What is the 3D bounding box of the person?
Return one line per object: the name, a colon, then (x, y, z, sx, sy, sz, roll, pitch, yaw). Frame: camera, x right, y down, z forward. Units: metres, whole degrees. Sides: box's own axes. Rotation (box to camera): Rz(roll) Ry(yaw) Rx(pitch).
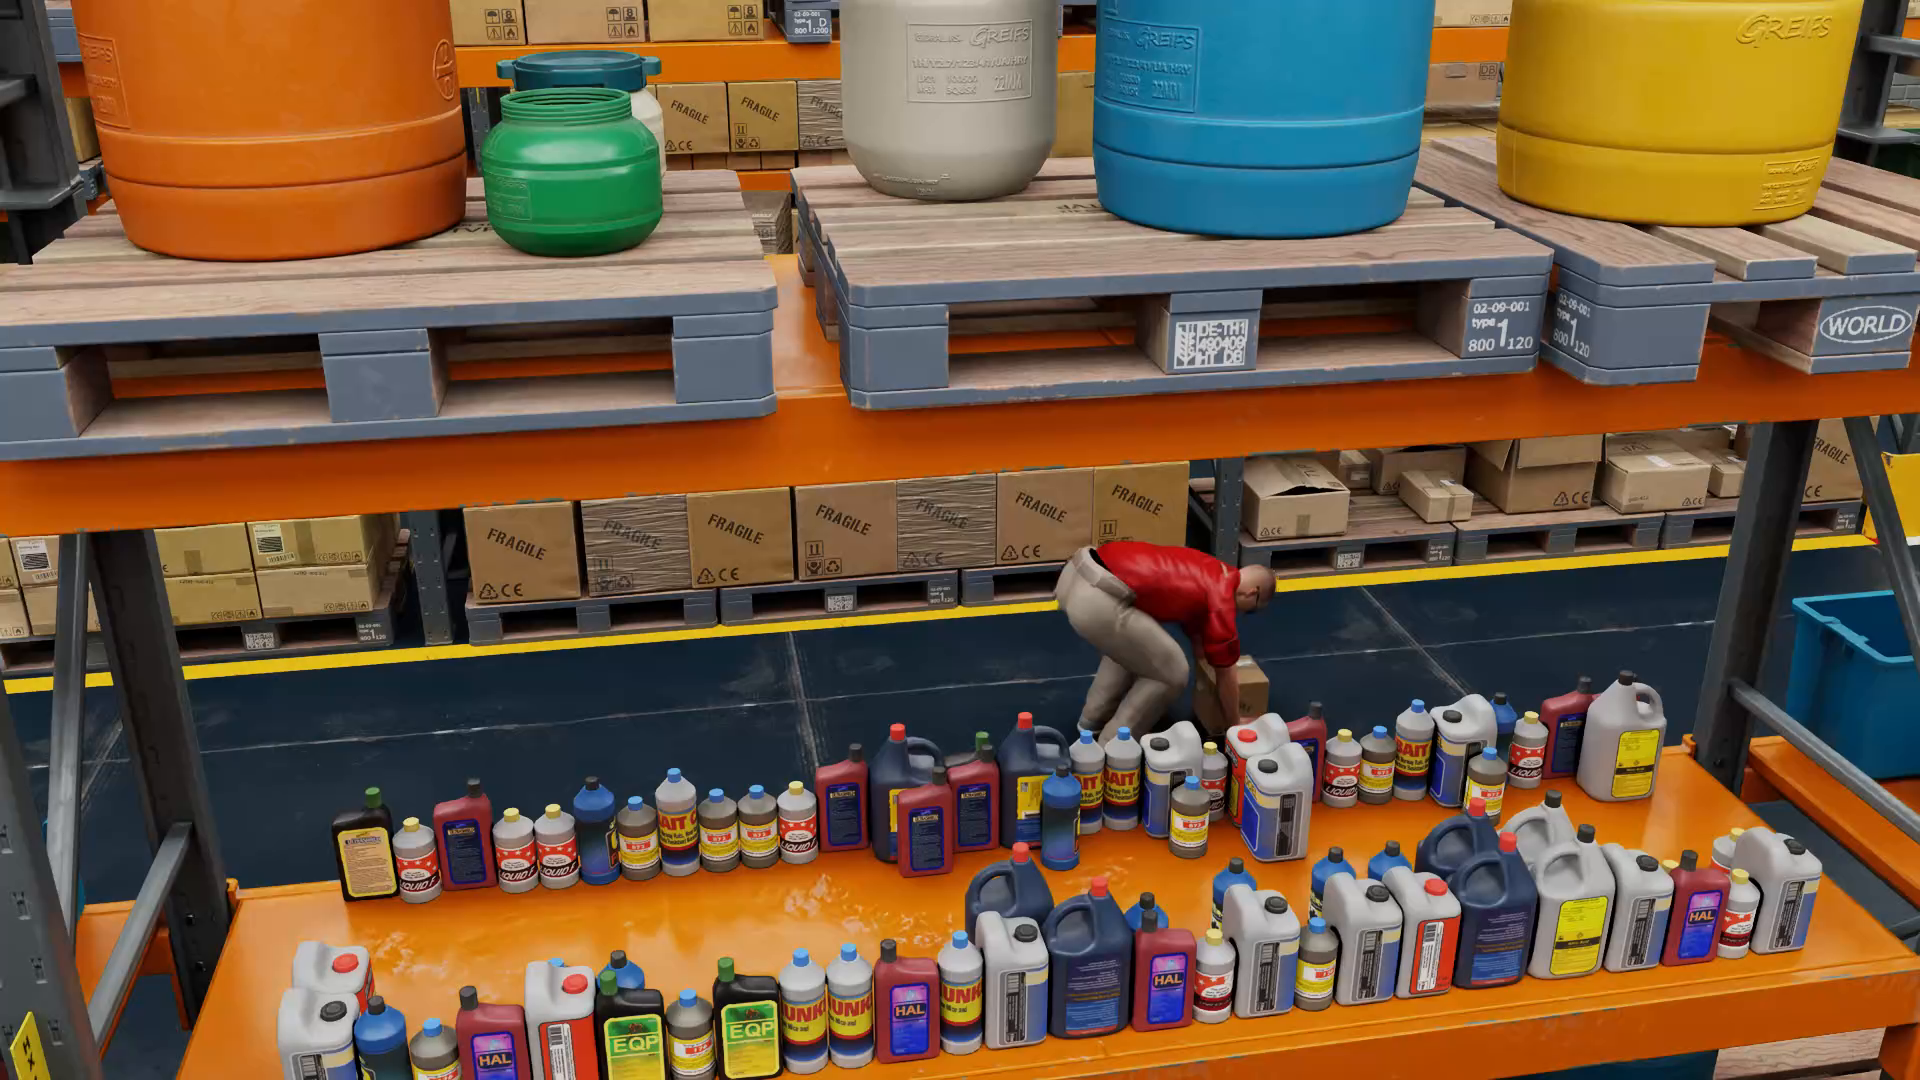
person: (0.880, 0.445, 7.071, 0.956, 0.949, 0.538, -5, 24, -12)
